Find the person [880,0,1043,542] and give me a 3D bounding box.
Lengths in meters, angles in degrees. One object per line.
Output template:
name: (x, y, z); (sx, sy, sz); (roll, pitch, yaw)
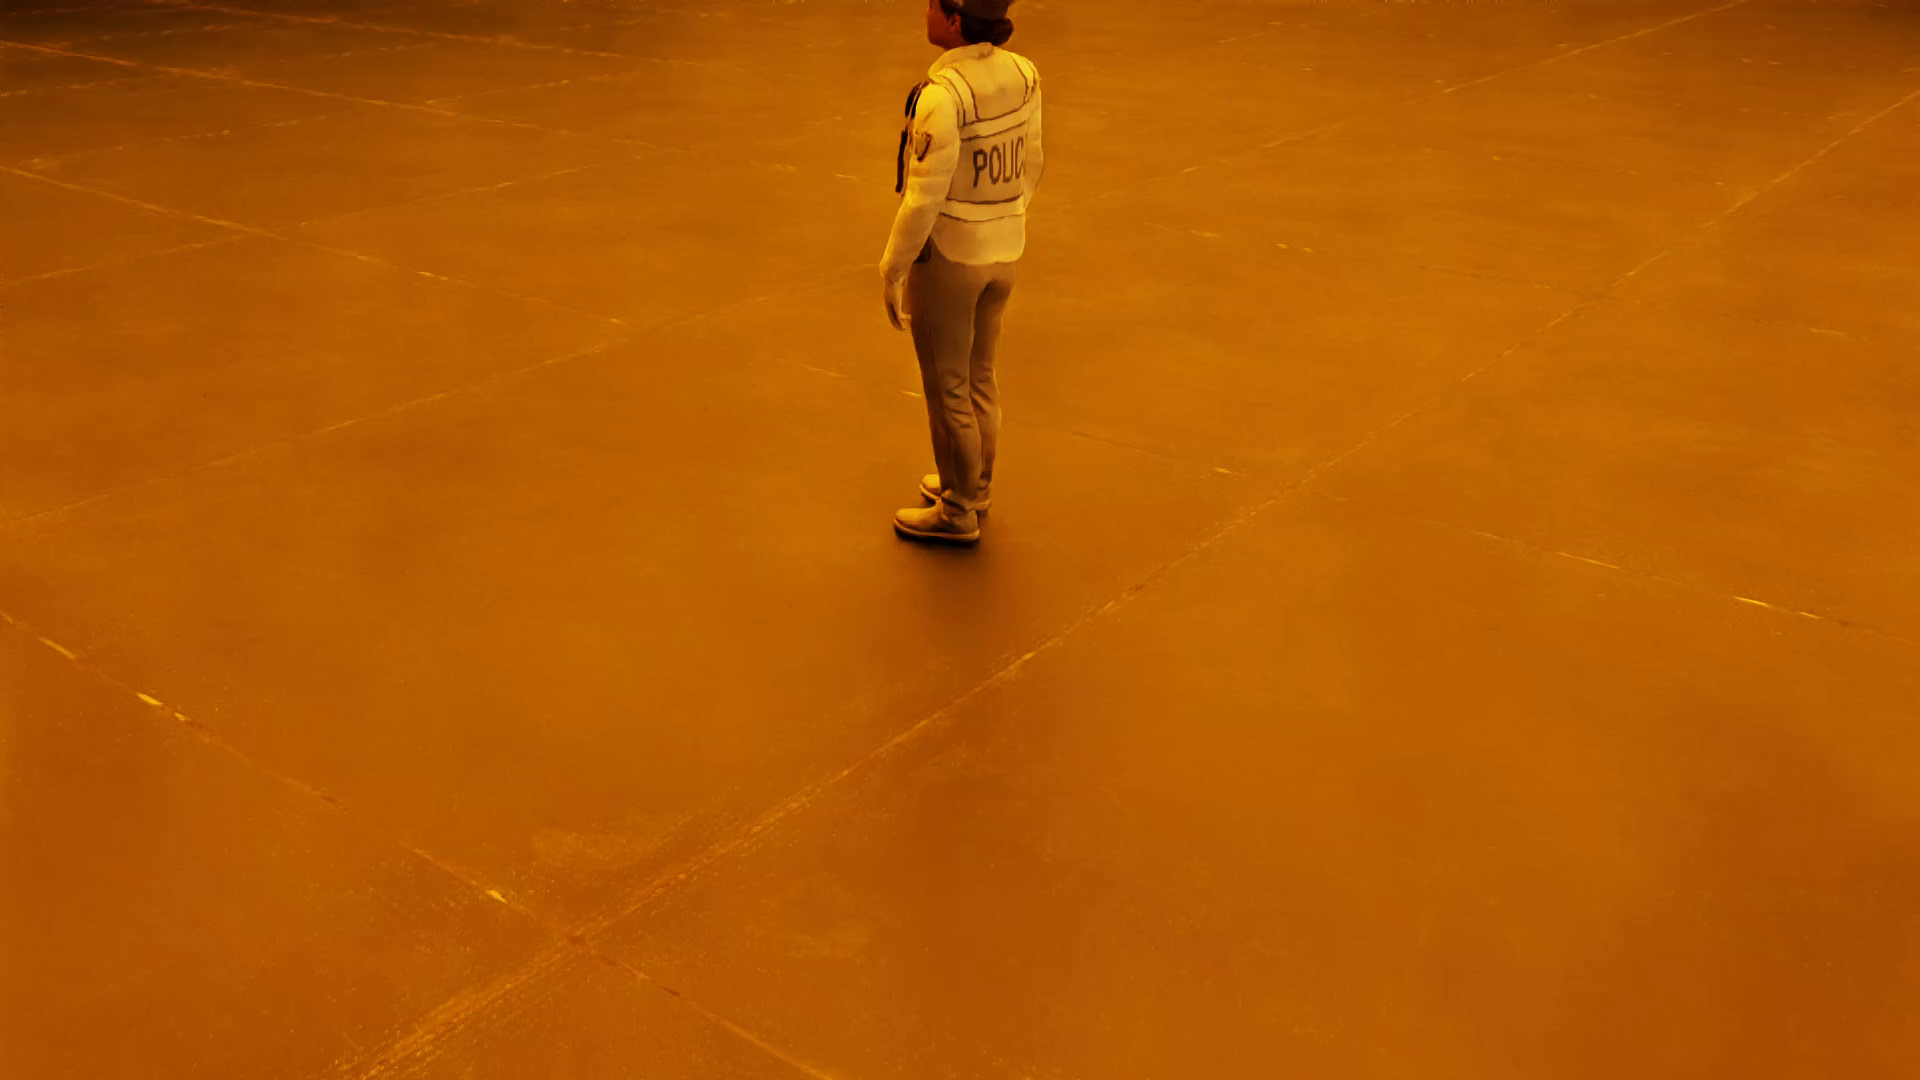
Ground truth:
person: (-0.049, -0.803, 4.717); (0.533, 1.695, 0.586); (17, 29, 34)
